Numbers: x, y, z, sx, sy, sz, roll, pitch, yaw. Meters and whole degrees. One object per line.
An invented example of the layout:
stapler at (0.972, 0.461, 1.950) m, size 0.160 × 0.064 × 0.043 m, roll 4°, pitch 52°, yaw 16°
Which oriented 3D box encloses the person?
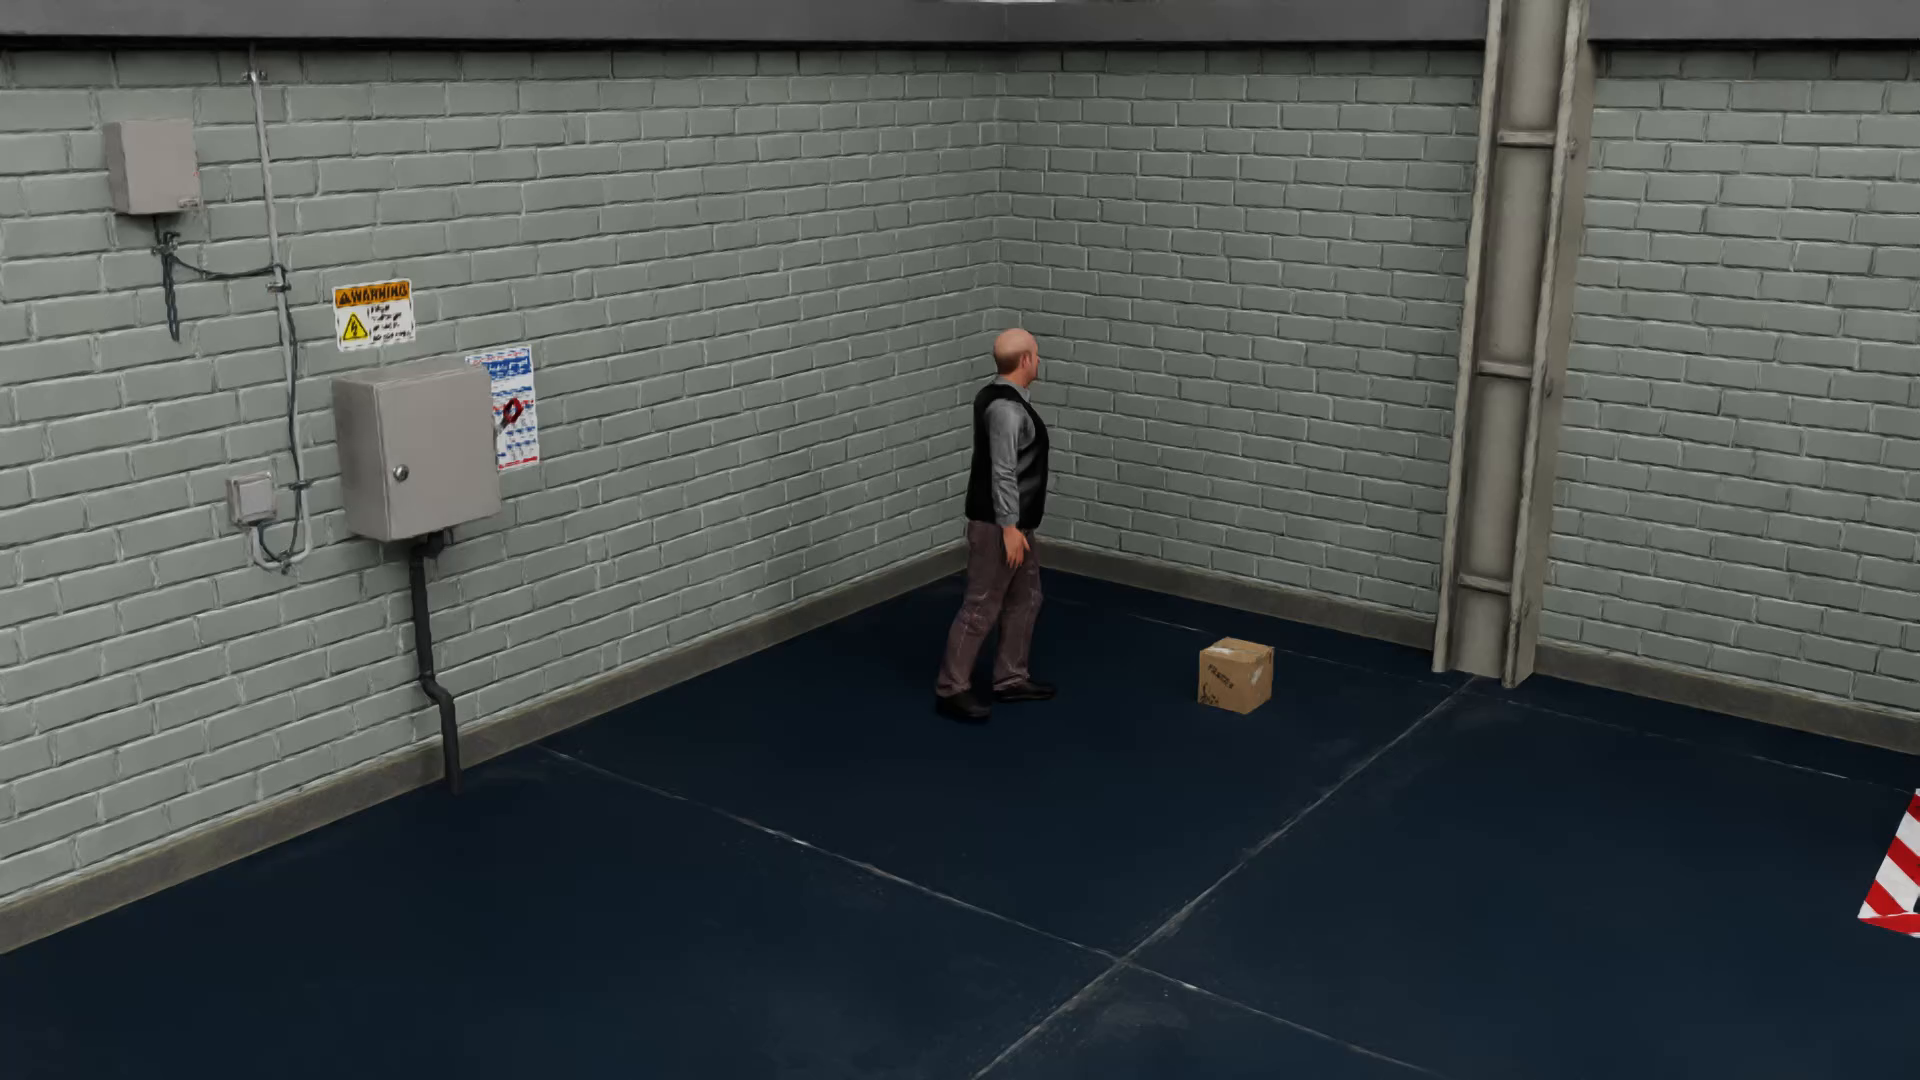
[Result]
person at (0.168, -0.075, 7.342) m, size 0.568 × 1.714 × 0.554 m, roll 0°, pitch 16°, yaw 1°
